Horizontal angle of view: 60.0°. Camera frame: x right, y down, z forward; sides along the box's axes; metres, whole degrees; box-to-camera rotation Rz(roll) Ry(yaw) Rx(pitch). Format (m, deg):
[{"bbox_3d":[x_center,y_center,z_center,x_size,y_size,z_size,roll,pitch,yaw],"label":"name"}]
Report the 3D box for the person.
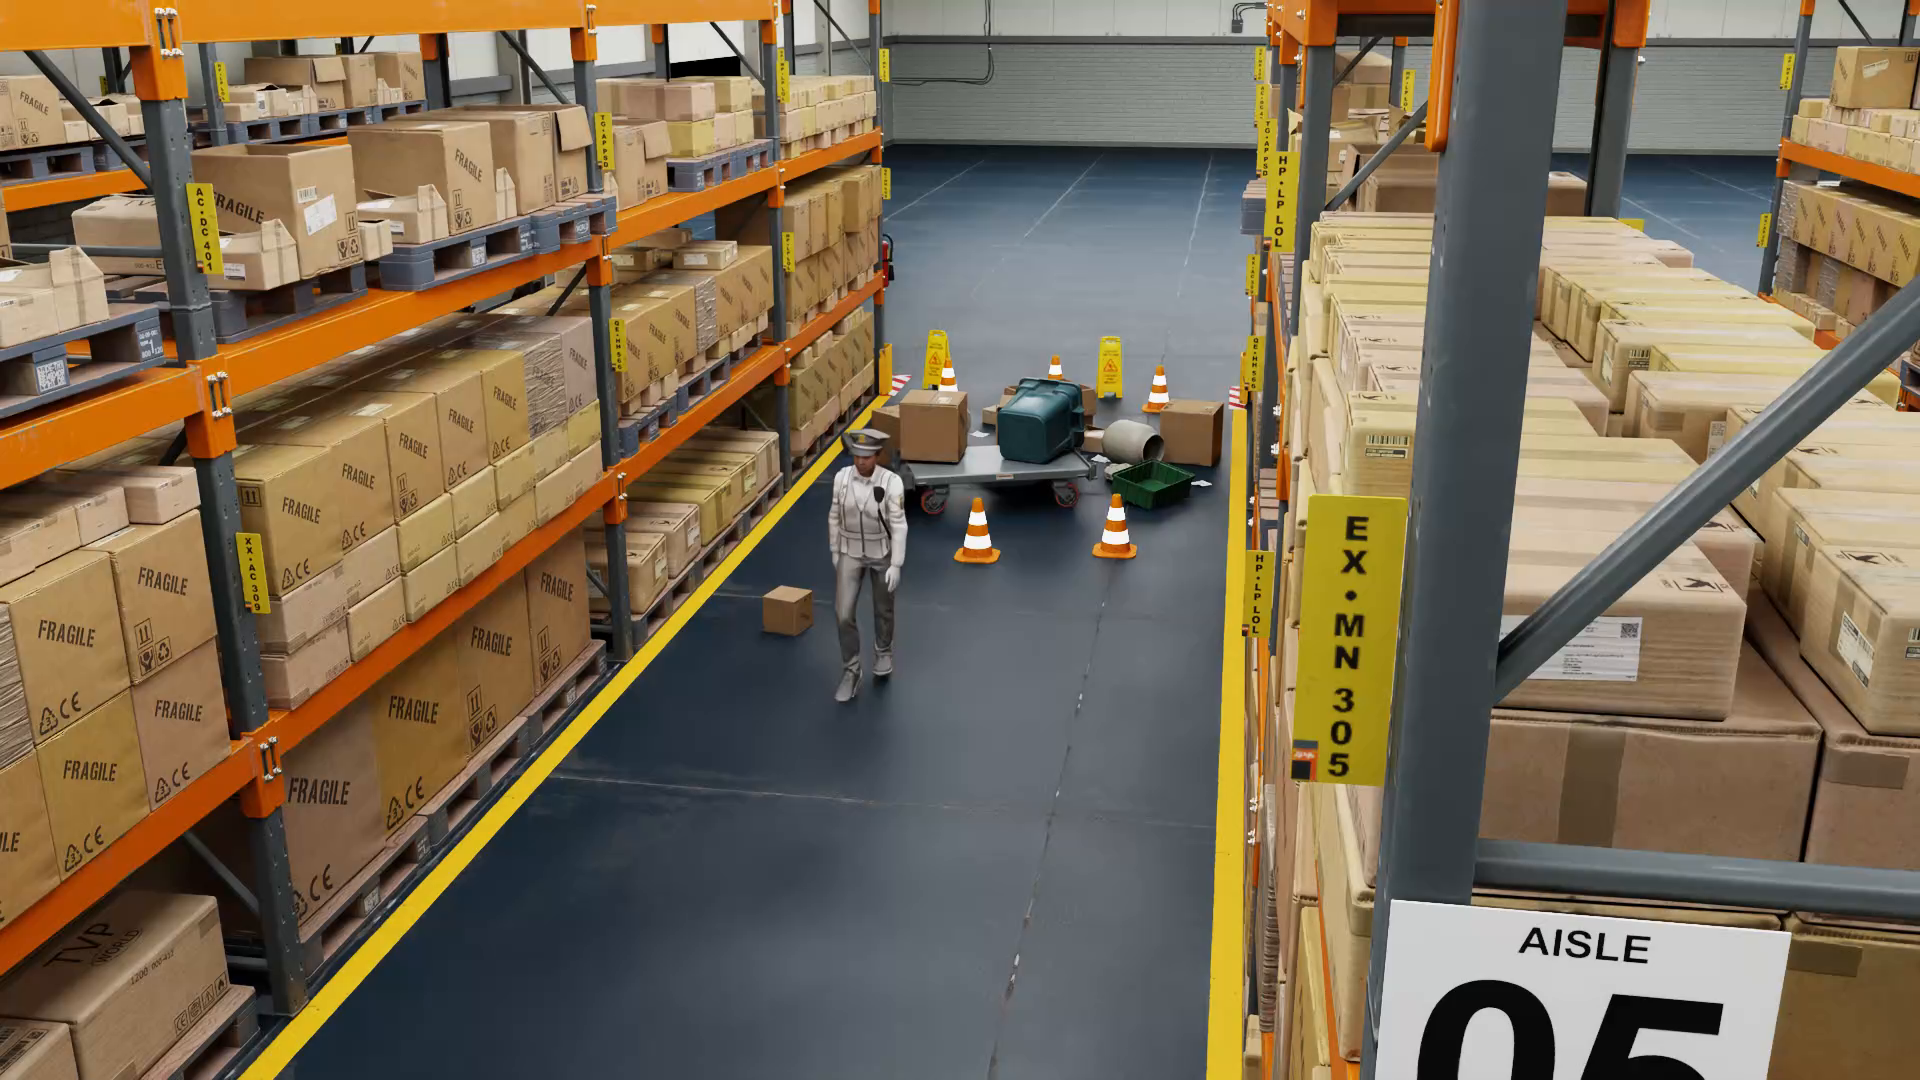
[{"bbox_3d":[-0.554,0.132,10.198,0.507,1.731,0.581,2,18,6],"label":"person"}]
